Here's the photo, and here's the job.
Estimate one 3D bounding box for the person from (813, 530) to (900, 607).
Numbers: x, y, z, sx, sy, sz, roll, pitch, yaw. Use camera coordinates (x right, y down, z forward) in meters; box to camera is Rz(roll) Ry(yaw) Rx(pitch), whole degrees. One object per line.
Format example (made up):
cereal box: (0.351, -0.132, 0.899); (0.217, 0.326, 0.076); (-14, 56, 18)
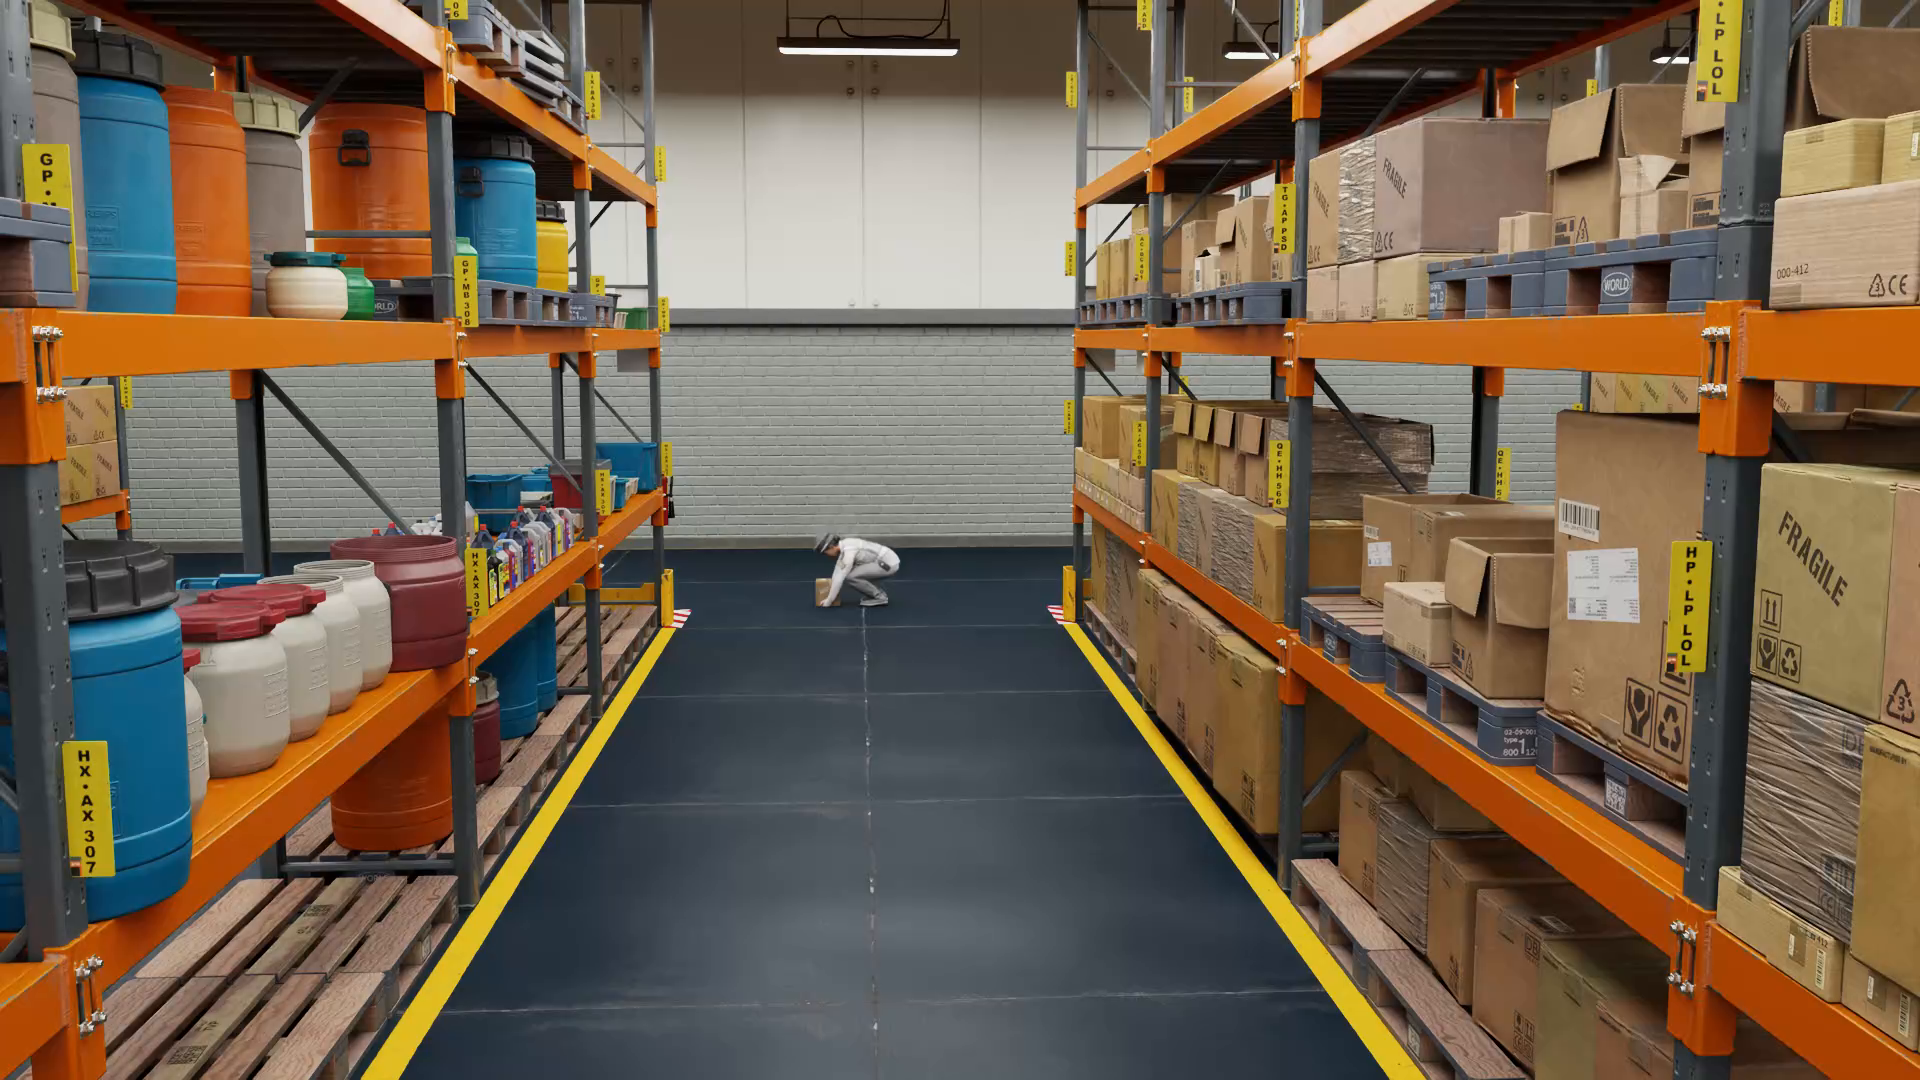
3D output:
person: (-1.062, 0.313, 17.131); (0.891, 0.843, 0.469); (-1, 7, -5)
